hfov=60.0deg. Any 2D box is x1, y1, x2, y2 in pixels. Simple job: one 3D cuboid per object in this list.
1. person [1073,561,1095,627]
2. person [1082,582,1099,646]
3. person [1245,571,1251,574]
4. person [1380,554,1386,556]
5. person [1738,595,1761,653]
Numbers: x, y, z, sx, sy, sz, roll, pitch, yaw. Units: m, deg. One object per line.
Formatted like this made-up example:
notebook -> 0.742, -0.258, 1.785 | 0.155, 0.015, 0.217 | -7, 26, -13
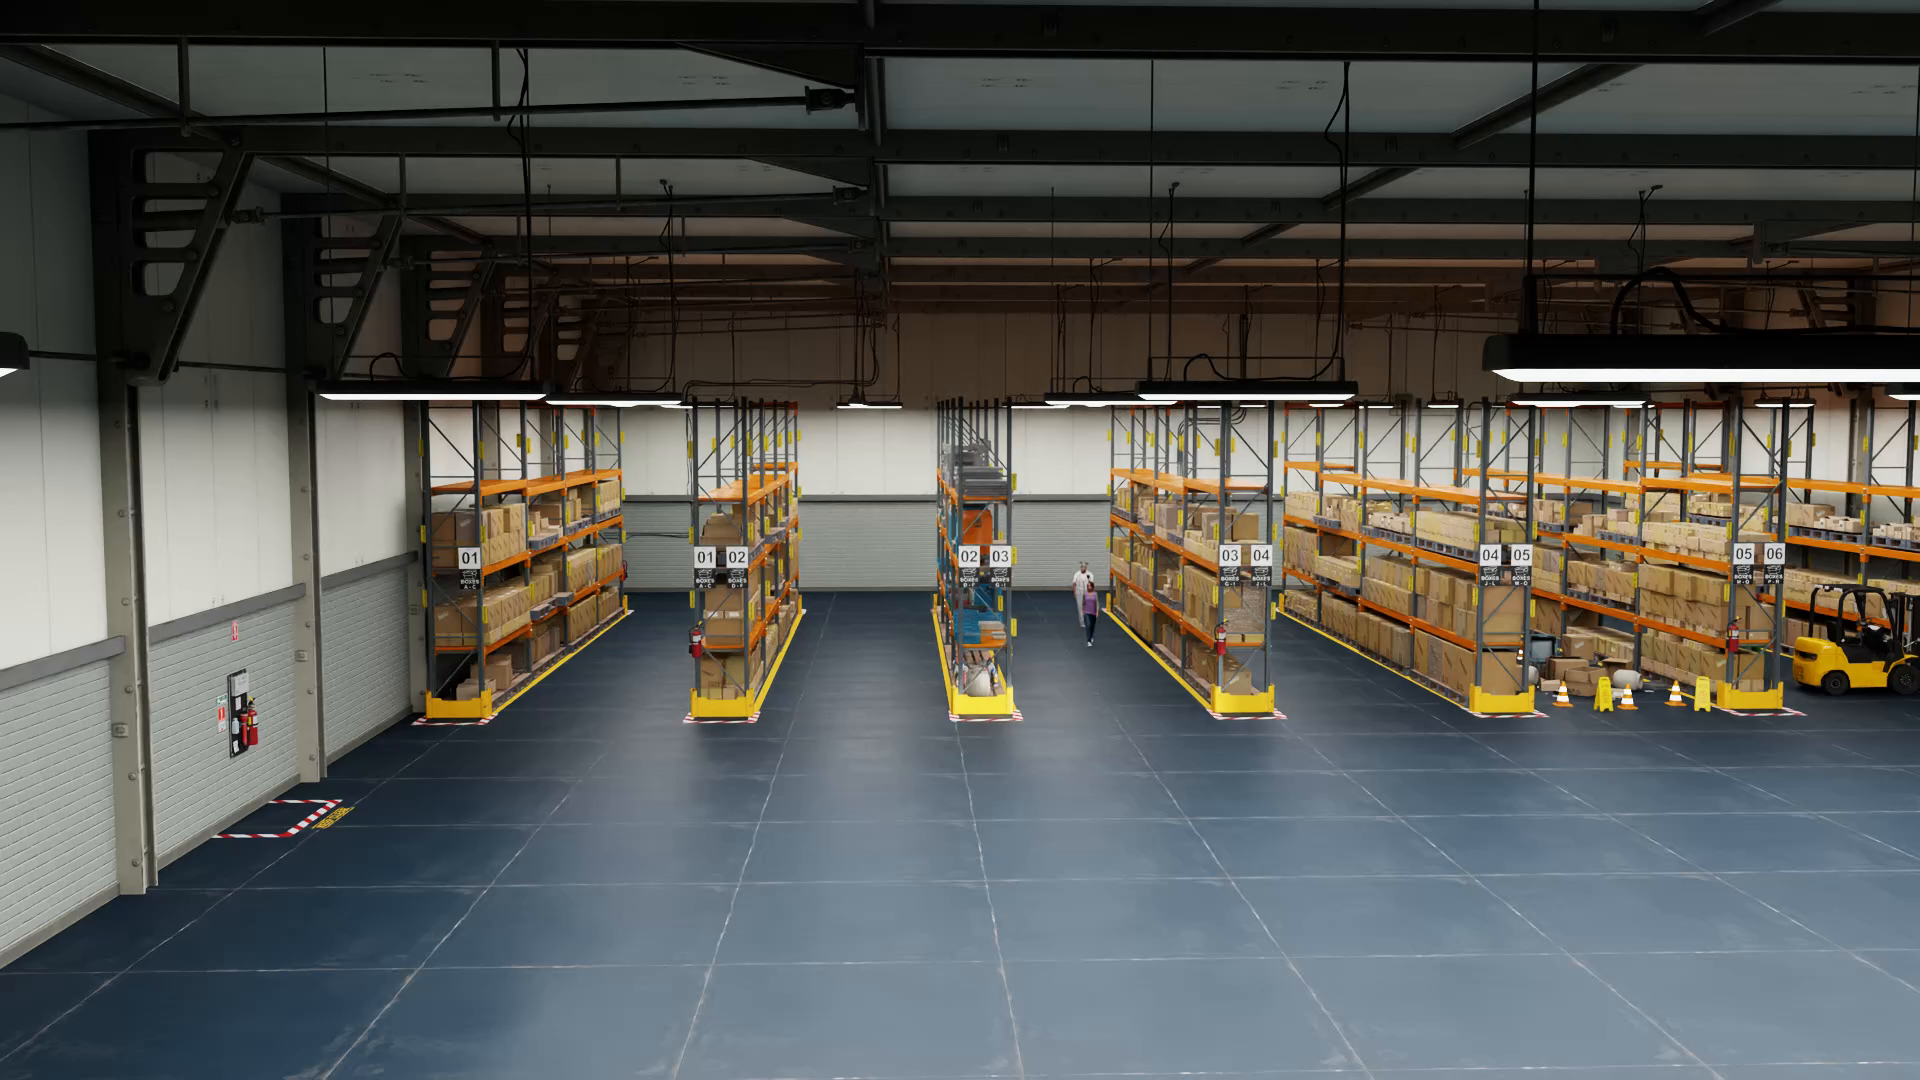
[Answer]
person -> 3.319, 1.416, 44.435 | 0.553, 1.708, 1.078 | 0, 4, -5
person -> 3.198, 1.790, 40.660 | 0.402, 1.537, 0.972 | 0, 4, -4
person -> 8.295, 1.160, 47.988 | 0.572, 1.674, 1.042 | 1, 5, 14
person -> 12.292, 1.188, 48.270 | 1.008, 1.559, 0.467 | 2, 5, 19
person -> 17.212, 2.064, 36.096 | 0.503, 1.824, 0.548 | -1, 4, -8
